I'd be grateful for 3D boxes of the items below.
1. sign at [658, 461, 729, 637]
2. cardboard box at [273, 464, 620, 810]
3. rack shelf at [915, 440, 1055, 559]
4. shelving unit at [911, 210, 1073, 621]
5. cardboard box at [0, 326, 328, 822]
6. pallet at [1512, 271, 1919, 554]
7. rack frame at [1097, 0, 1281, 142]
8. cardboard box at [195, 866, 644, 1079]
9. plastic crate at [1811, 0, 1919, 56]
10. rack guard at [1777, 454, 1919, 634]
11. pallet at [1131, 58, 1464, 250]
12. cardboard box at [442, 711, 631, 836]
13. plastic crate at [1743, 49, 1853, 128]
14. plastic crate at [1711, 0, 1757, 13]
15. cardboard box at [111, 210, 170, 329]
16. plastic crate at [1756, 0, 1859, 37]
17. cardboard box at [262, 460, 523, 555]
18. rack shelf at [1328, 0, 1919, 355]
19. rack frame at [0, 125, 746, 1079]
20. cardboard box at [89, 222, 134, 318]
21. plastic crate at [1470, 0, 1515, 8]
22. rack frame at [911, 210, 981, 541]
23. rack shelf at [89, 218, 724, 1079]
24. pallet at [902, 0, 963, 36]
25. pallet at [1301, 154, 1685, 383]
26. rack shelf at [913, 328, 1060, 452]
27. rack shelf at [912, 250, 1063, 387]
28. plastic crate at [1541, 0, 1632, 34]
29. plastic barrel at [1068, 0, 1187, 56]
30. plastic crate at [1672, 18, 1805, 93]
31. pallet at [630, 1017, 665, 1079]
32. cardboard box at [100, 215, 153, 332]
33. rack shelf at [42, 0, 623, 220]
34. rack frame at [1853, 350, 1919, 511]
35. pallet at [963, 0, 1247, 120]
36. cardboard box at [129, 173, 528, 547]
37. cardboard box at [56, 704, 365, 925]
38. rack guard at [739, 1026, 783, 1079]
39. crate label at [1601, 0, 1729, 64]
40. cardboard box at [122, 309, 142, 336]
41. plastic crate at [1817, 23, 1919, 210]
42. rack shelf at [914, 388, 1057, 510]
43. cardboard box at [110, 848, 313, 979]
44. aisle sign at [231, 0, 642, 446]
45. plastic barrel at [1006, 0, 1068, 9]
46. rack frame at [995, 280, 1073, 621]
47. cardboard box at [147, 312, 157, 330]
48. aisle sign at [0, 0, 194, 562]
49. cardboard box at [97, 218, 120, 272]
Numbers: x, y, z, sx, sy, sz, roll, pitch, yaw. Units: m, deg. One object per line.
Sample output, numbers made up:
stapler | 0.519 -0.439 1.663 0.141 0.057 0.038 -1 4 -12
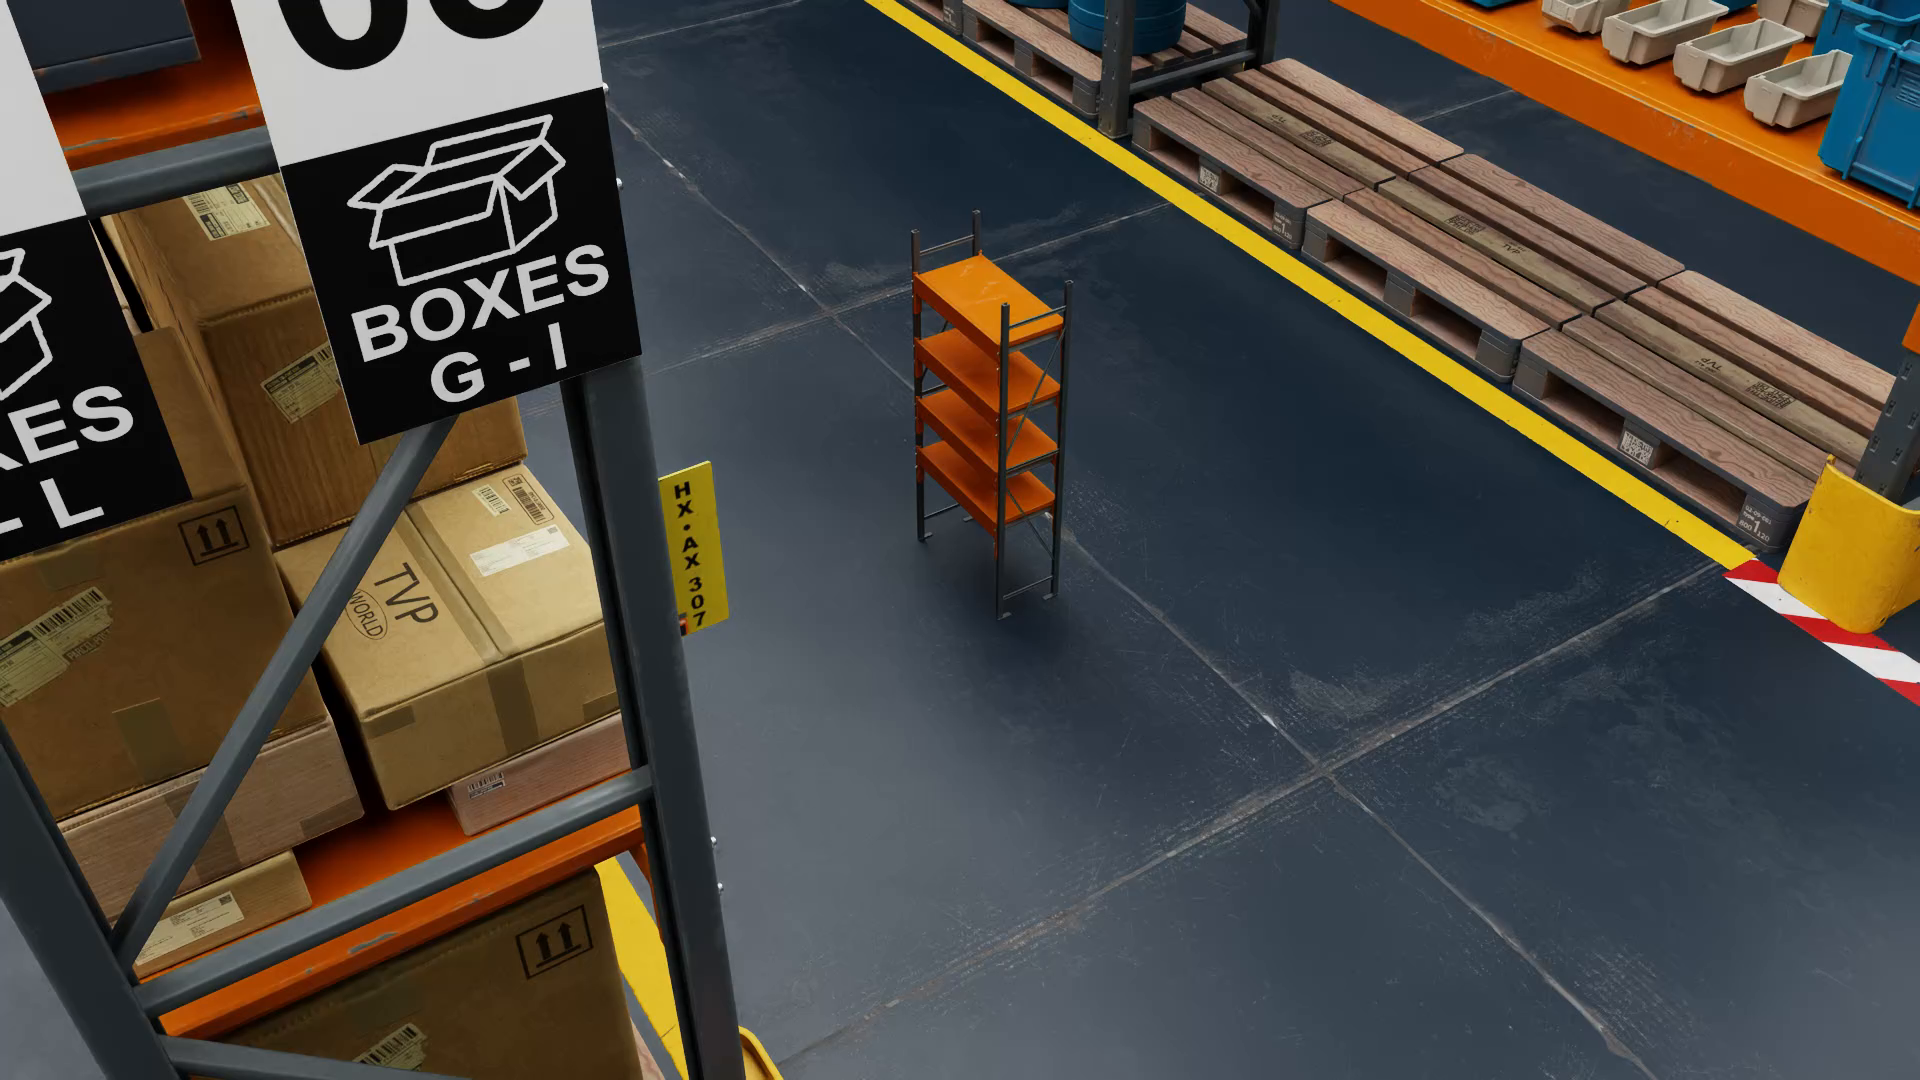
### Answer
sign | -0.427 0.020 2.644 0.100 0.325 0.005 -22 45 -24
cardboard box | -0.928 0.163 3.097 0.500 0.250 0.500 -23 45 -25
rack shelf | 0.089 -0.167 5.429 0.258 0.148 0.480 -22 45 -24
shelving unit | 0.089 -0.372 5.259 0.258 1.200 0.503 -22 45 -24
cardboard box | -1.381 0.054 2.641 0.500 0.500 0.500 -22 44 -24
pallet | 2.867 -0.521 6.210 1.003 0.211 1.213 -22 45 -24
rack frame | 1.127 -3.293 7.358 1.000 3.000 0.127 -22 45 -24
cardboard box | -1.309 0.908 3.649 0.875 0.875 0.875 -22 45 -24
plastic crate | 3.069 -1.694 5.524 0.416 0.233 0.300 -22 45 -24
rack guard | 3.302 -0.165 5.557 1.175 0.500 0.348 -22 45 -24
pallet | 1.555 -1.838 7.791 1.003 0.211 1.213 -22 45 -24
cardboard box | -0.811 0.363 3.168 0.380 0.149 0.250 -22 44 -24
plastic crate | 2.687 -1.433 5.286 0.396 0.136 0.243 -22 45 -24
plastic crate | 2.715 -2.050 5.950 0.416 0.233 0.300 -22 45 -24
cardboard box | -1.481 -0.673 3.513 0.500 0.500 0.500 -23 45 -26
plastic crate | 2.956 -1.870 5.810 0.250 0.136 0.298 -22 45 -24
cardboard box | -1.213 -0.116 3.430 0.500 0.250 0.500 -23 45 -25
rack shelf | 2.203 -1.937 6.293 1.077 0.370 4.000 -22 45 -24
rack frame | -0.901 0.572 2.720 0.949 2.616 0.053 -22 45 -24
cardboard box | -2.212 -0.484 3.872 0.500 0.250 0.500 -22 45 -24
plastic crate | 1.958 -2.113 6.026 0.416 0.233 0.300 -22 45 -24
rack frame | -0.042 -0.503 5.417 0.240 1.200 0.015 -22 45 -24
rack shelf | -1.973 -0.232 4.247 1.077 0.370 4.000 -22 45 -24
pallet | 0.088 -3.311 9.559 1.003 0.211 1.213 -22 45 -24
pallet | 2.216 -1.179 7.000 1.003 0.211 1.213 -22 45 -24
rack shelf | 0.089 -0.492 5.159 0.258 0.148 0.480 -22 45 -24
rack shelf | 0.089 -0.673 5.007 0.258 0.148 0.480 -22 45 -24
plastic crate | 2.198 -1.890 5.834 0.298 0.136 0.250 -22 45 -24
plastic barrel | 0.849 -2.947 8.255 0.600 0.901 0.708 -22 45 -24
plastic crate | 2.543 -1.595 5.480 0.396 0.136 0.243 -22 45 -24
pallet | -1.394 1.238 4.100 1.003 0.211 1.213 -22 45 -24
cardboard box | -1.766 -0.668 4.093 0.500 0.250 0.500 -23 45 -25
rack shelf | -1.973 -1.384 3.287 1.077 0.370 4.000 -22 45 -24
rack frame | 3.278 -1.134 4.767 1.000 3.000 0.127 -22 45 -24
pallet | 0.748 -2.652 8.768 1.003 0.211 1.213 -22 45 -24
cardboard box | -1.197 -0.395 3.180 0.500 0.500 0.500 -23 45 -25
cardboard box | -1.382 0.344 2.878 0.500 0.250 0.500 -23 45 -25
rack guard | -0.885 1.545 3.506 1.175 0.500 0.348 -22 45 -24
crate label | 2.373 -1.737 5.650 0.396 0.136 0.243 -22 45 -24
cardboard box | -1.928 -0.204 3.537 0.500 0.250 0.500 -24 45 -26
plastic crate | 2.941 -1.287 4.876 0.616 0.435 0.499 -22 45 -24
rack shelf | 0.089 -0.320 5.302 0.258 0.148 0.480 -22 45 -24
cardboard box | -1.367 0.589 2.896 0.380 0.149 0.250 -21 44 -24
aisle sign | -0.606 -0.492 1.966 0.394 0.787 0.004 -22 45 -24
plastic barrel | 0.468 -3.329 8.714 0.600 0.901 0.708 -22 45 -24
rack frame | 0.220 -0.240 5.101 0.240 1.200 0.015 -22 45 -24
cardboard box | -1.481 -0.388 3.757 0.500 0.250 0.500 -24 45 -26
aisle sign | -1.112 -0.285 1.719 0.394 0.787 0.004 -22 45 -24
cardboard box | -2.035 -0.942 4.423 0.500 0.250 0.500 -21 44 -24
